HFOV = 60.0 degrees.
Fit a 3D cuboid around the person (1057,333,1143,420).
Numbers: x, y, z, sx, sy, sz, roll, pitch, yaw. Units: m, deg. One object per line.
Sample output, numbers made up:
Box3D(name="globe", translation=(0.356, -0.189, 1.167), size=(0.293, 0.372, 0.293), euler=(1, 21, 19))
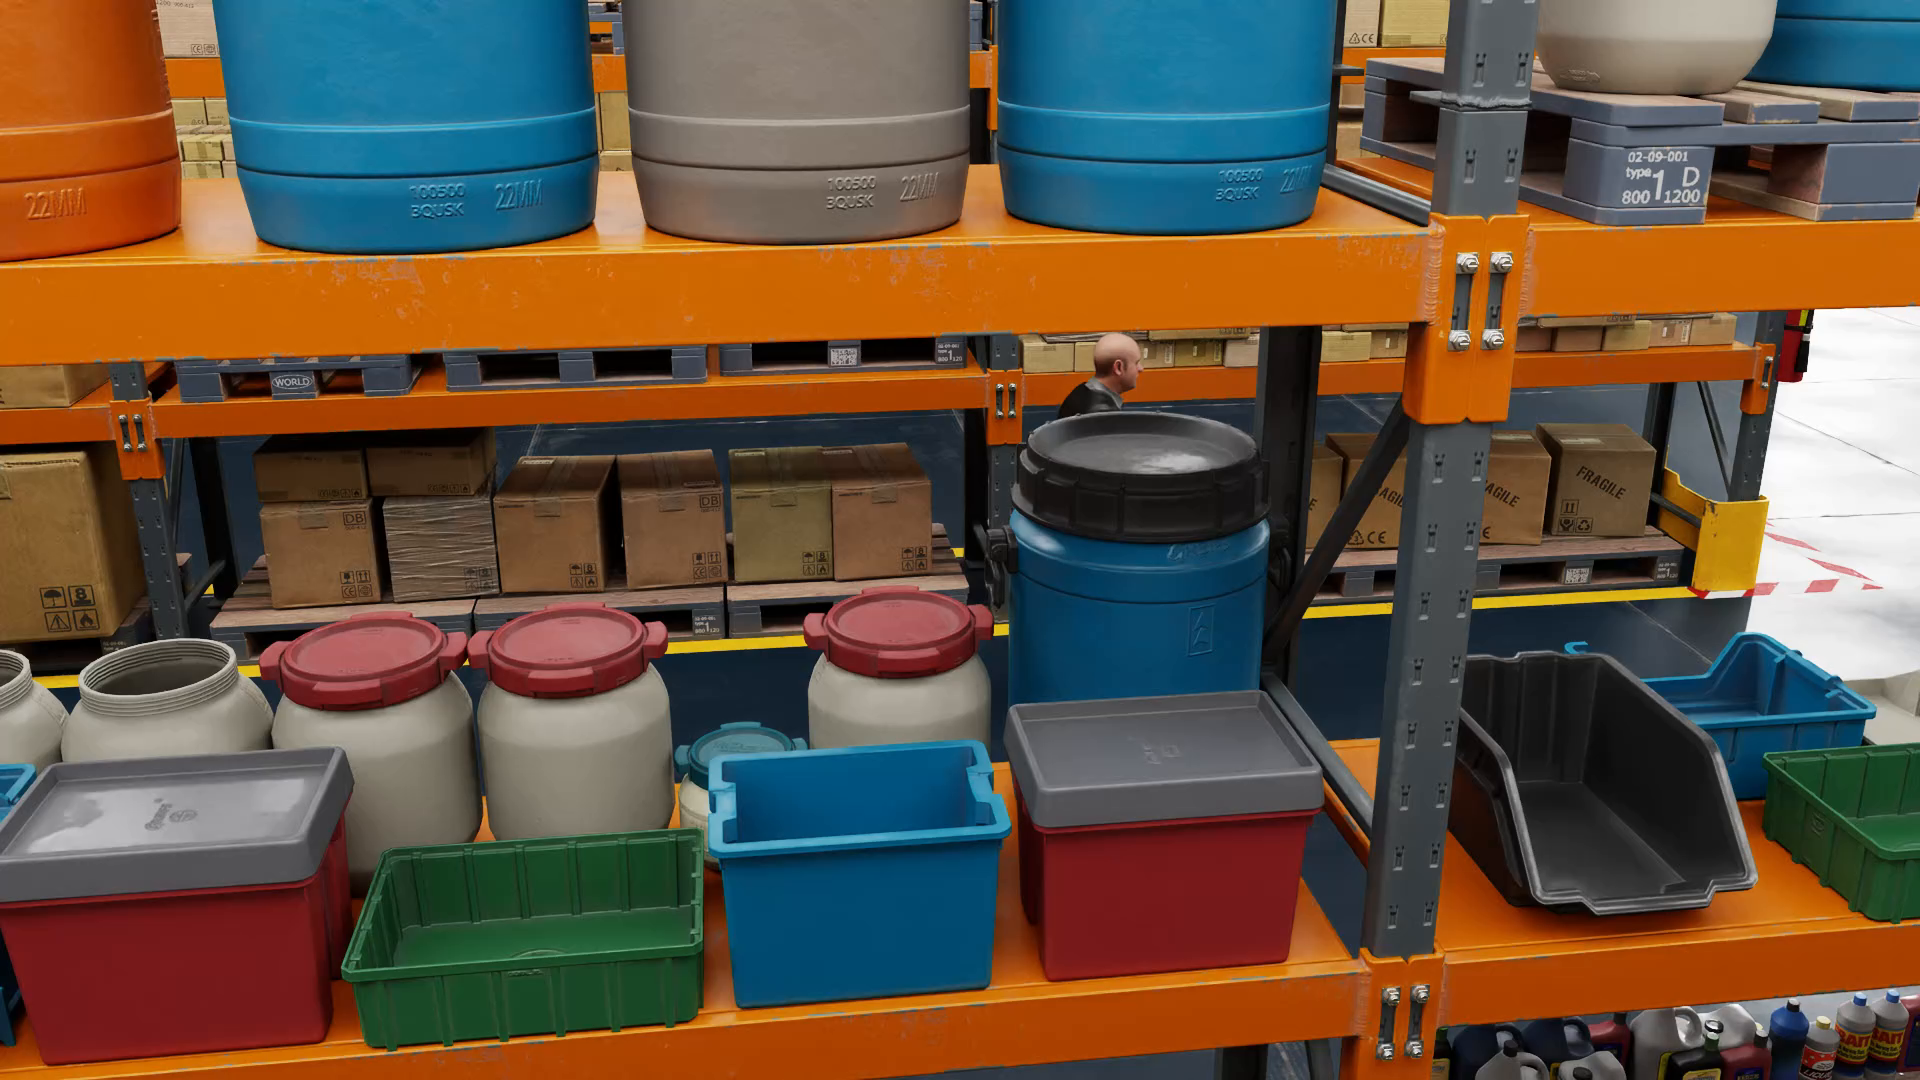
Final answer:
Box3D(name="person", translation=(0.582, -0.045, 7.231), size=(0.419, 1.721, 0.581), euler=(-3, 20, -7))
